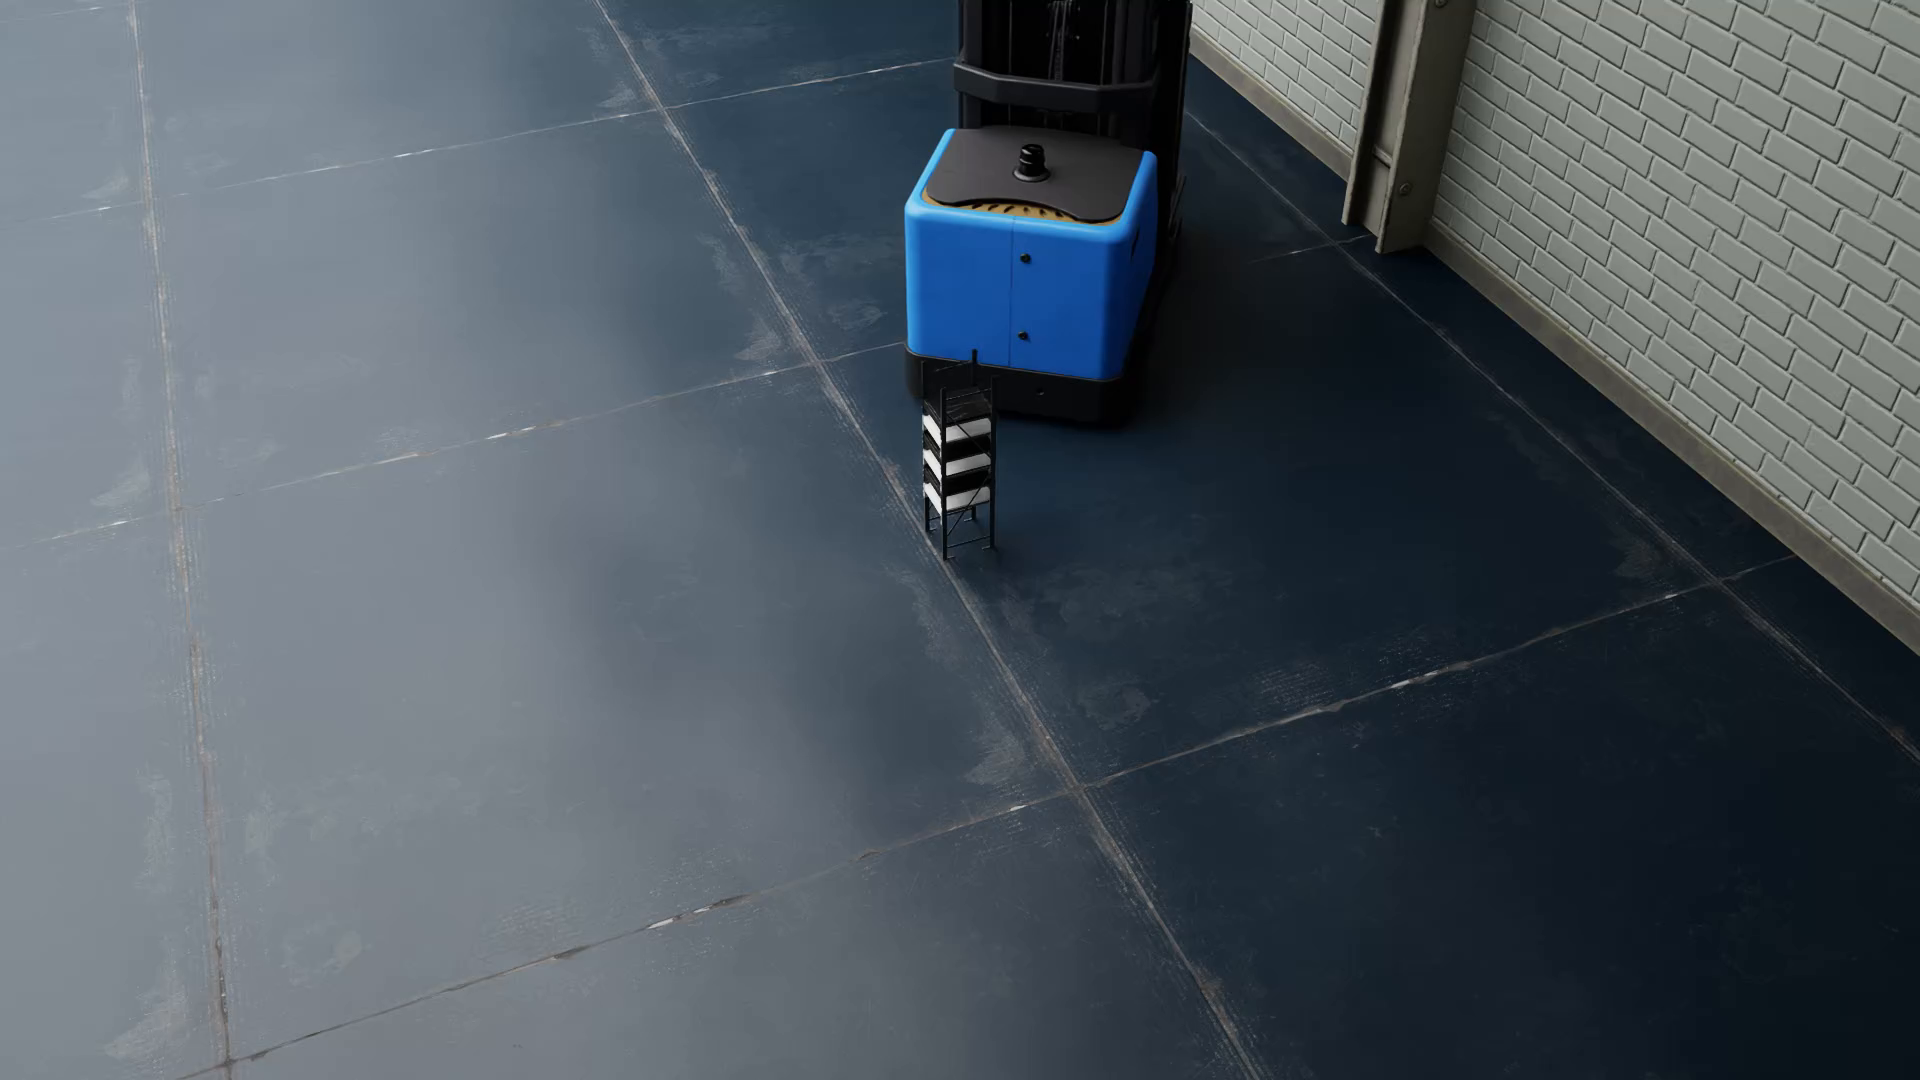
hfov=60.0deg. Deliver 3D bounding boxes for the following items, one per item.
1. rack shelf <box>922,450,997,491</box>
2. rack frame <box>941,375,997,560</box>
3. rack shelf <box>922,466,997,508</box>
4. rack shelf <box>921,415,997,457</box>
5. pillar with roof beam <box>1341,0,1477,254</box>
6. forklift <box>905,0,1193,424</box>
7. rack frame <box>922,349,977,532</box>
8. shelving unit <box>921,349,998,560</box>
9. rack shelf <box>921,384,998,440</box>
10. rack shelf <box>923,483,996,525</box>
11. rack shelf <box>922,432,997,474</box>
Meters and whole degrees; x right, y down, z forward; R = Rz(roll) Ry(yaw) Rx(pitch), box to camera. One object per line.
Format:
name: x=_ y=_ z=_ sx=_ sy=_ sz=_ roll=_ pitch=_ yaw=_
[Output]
rack shelf: x=-0.003 y=-0.321 z=6.984 sx=0.258 sy=0.077 sz=0.200 roll=-15 pitch=43 yaw=-17
rack frame: x=0.036 y=-0.285 z=6.891 sx=0.240 sy=0.900 sz=0.006 roll=-15 pitch=43 yaw=-17
rack shelf: x=-0.003 y=-0.253 z=7.043 sx=0.258 sy=0.077 sz=0.200 roll=-15 pitch=43 yaw=-17
rack shelf: x=-0.003 y=-0.457 z=6.867 sx=0.258 sy=0.077 sz=0.200 roll=-15 pitch=43 yaw=-17
pillar with roof beam: x=-1.622 y=-4.051 z=5.060 sx=9.100 sy=9.000 sz=0.400 roll=-15 pitch=43 yaw=-17
forklift: x=0.591 y=-2.626 z=8.056 sx=1.130 sy=2.935 sz=3.031 roll=9 pitch=42 yaw=11
rack frame: x=-0.042 y=-0.407 z=7.034 sx=0.240 sy=0.900 sz=0.006 roll=-15 pitch=43 yaw=-17
shelving unit: x=-0.003 y=-0.346 z=6.962 sx=0.258 sy=0.900 sz=0.210 roll=-15 pitch=43 yaw=-17
rack shelf: x=-0.003 y=-0.526 z=6.808 sx=0.258 sy=0.077 sz=0.200 roll=-15 pitch=43 yaw=-17
rack shelf: x=-0.003 y=-0.184 z=7.101 sx=0.258 sy=0.077 sz=0.200 roll=-15 pitch=43 yaw=-17
rack shelf: x=-0.003 y=-0.389 z=6.925 sx=0.258 sy=0.077 sz=0.200 roll=-15 pitch=43 yaw=-17
